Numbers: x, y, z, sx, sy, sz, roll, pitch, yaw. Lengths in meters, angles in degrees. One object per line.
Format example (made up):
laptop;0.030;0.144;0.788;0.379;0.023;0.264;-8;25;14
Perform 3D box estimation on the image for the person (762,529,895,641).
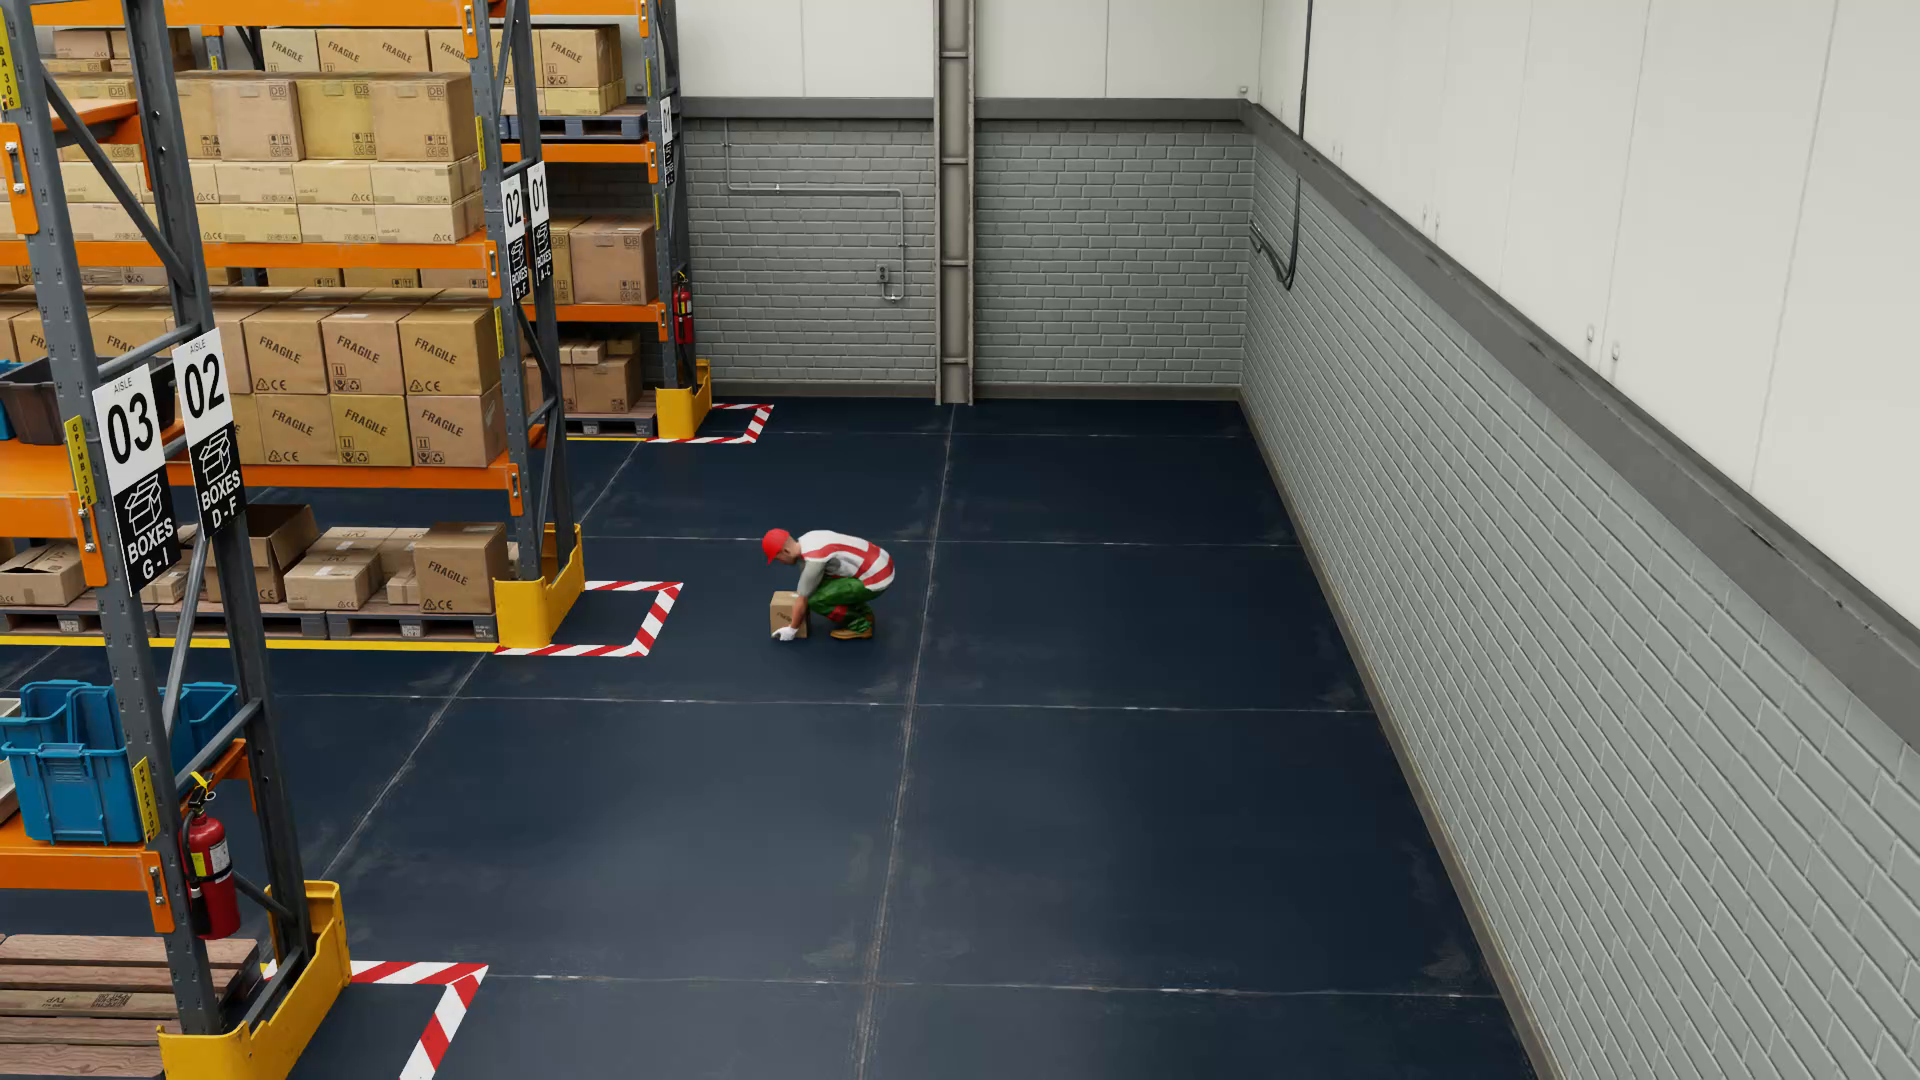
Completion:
person;-0.920;0.324;11.743;0.919;0.885;0.553;0;21;1
